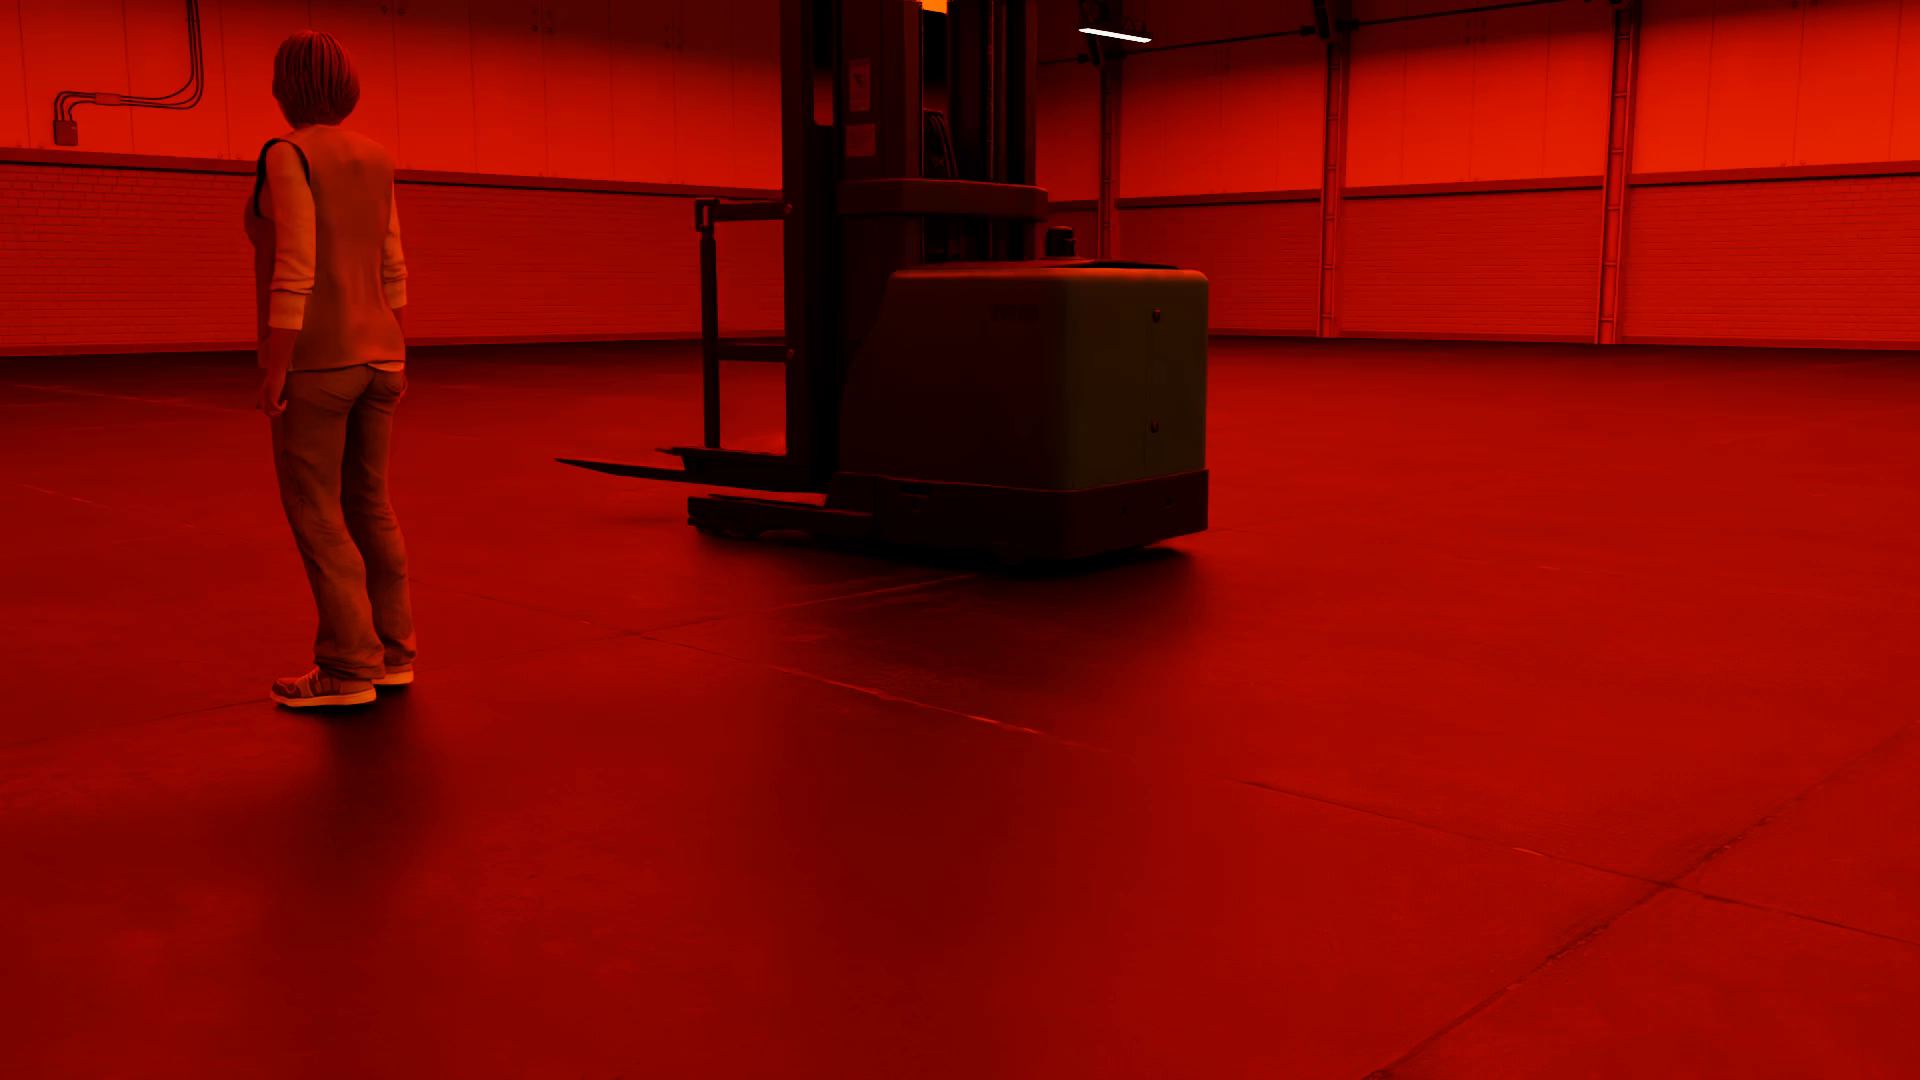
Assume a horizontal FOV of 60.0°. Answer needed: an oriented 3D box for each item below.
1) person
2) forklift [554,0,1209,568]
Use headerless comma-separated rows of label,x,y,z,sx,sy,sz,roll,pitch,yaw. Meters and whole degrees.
person,-1.524,-0.402,4.018,0.336,1.602,0.462,3,9,20
forklift,-0.499,-1.505,6.869,3.031,2.935,1.130,7,11,38
